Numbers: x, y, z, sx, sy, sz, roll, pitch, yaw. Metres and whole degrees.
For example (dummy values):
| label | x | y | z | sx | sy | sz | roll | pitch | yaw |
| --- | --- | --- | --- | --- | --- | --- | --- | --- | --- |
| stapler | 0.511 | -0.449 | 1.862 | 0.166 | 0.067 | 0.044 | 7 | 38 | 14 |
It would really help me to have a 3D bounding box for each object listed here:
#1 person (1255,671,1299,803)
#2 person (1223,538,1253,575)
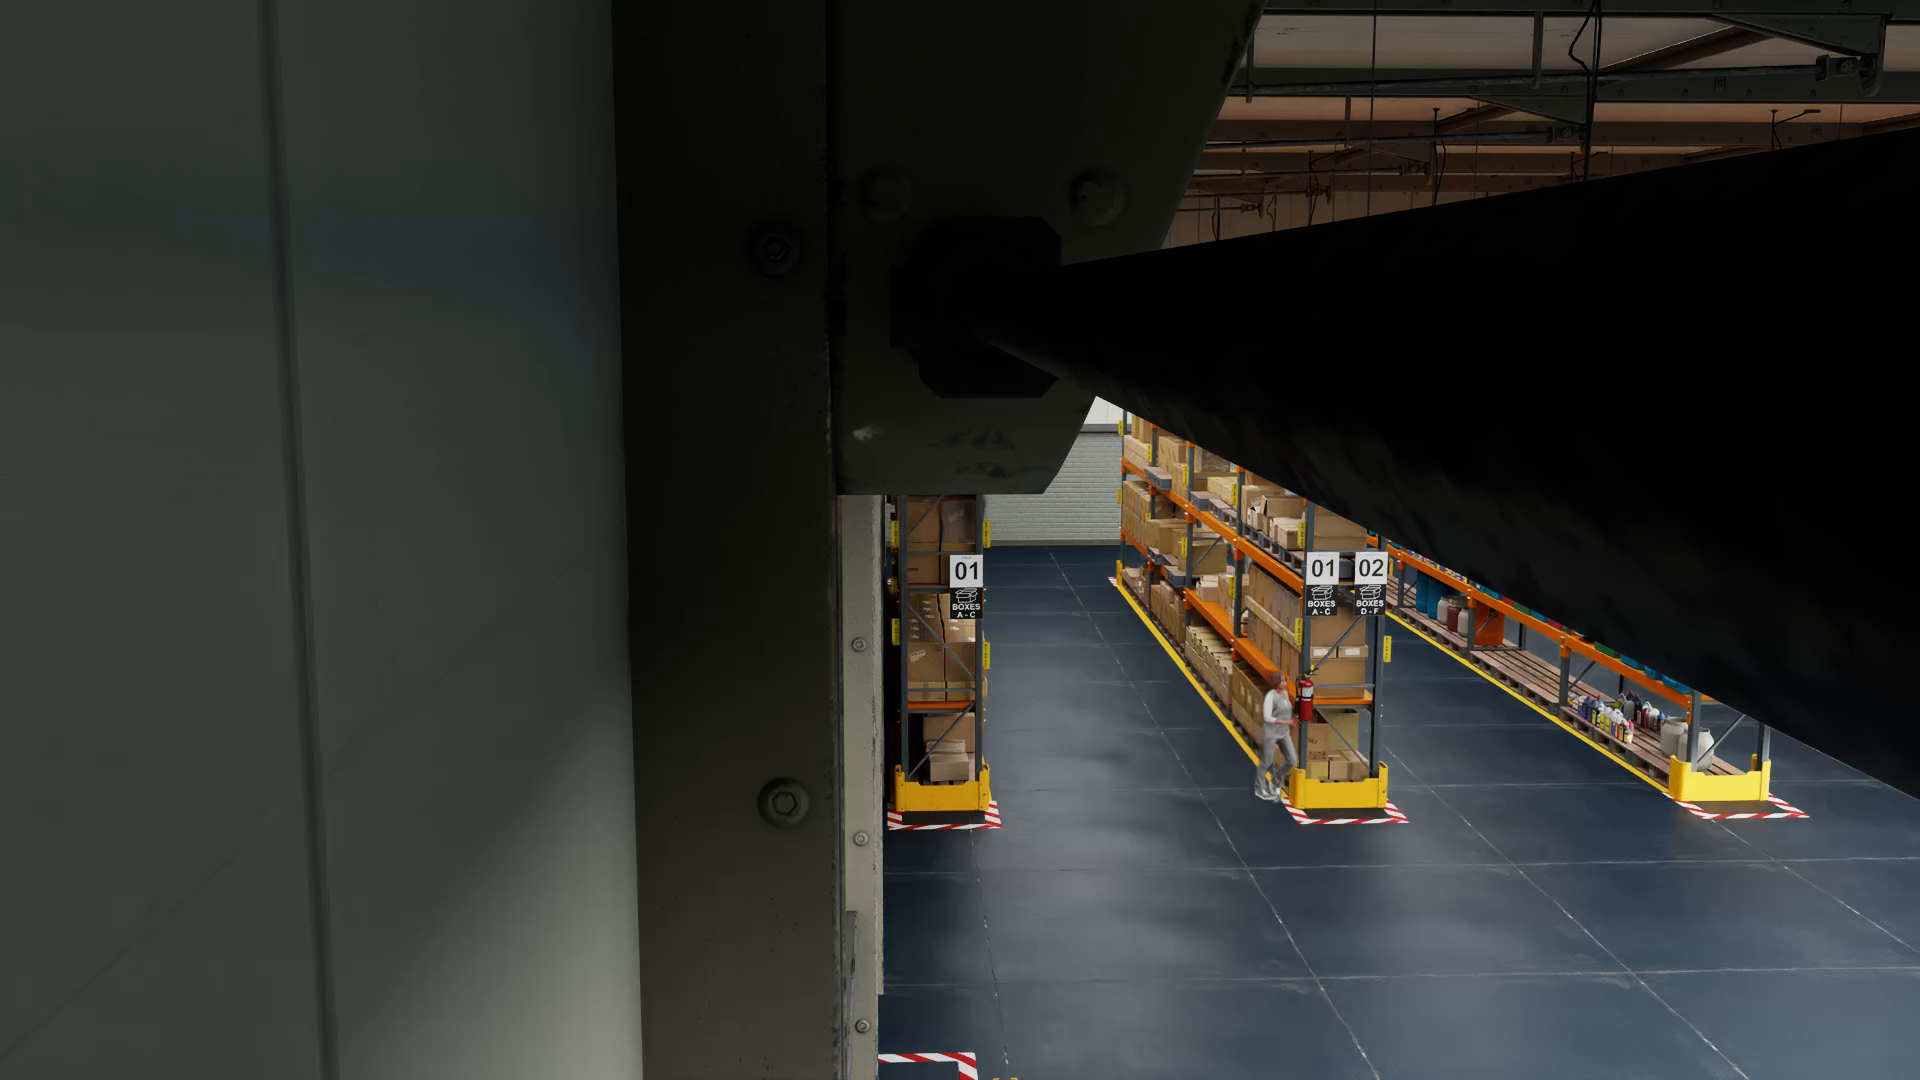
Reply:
| label | x | y | z | sx | sy | sz | roll | pitch | yaw |
| --- | --- | --- | --- | --- | --- | --- | --- | --- | --- |
| person | 3.817 | 2.357 | 19.876 | 0.560 | 1.595 | 0.615 | -7 | 11 | -39 |
| person | 5.943 | 0.280 | 35.483 | 0.744 | 1.678 | 0.609 | -2 | 9 | -11 |
